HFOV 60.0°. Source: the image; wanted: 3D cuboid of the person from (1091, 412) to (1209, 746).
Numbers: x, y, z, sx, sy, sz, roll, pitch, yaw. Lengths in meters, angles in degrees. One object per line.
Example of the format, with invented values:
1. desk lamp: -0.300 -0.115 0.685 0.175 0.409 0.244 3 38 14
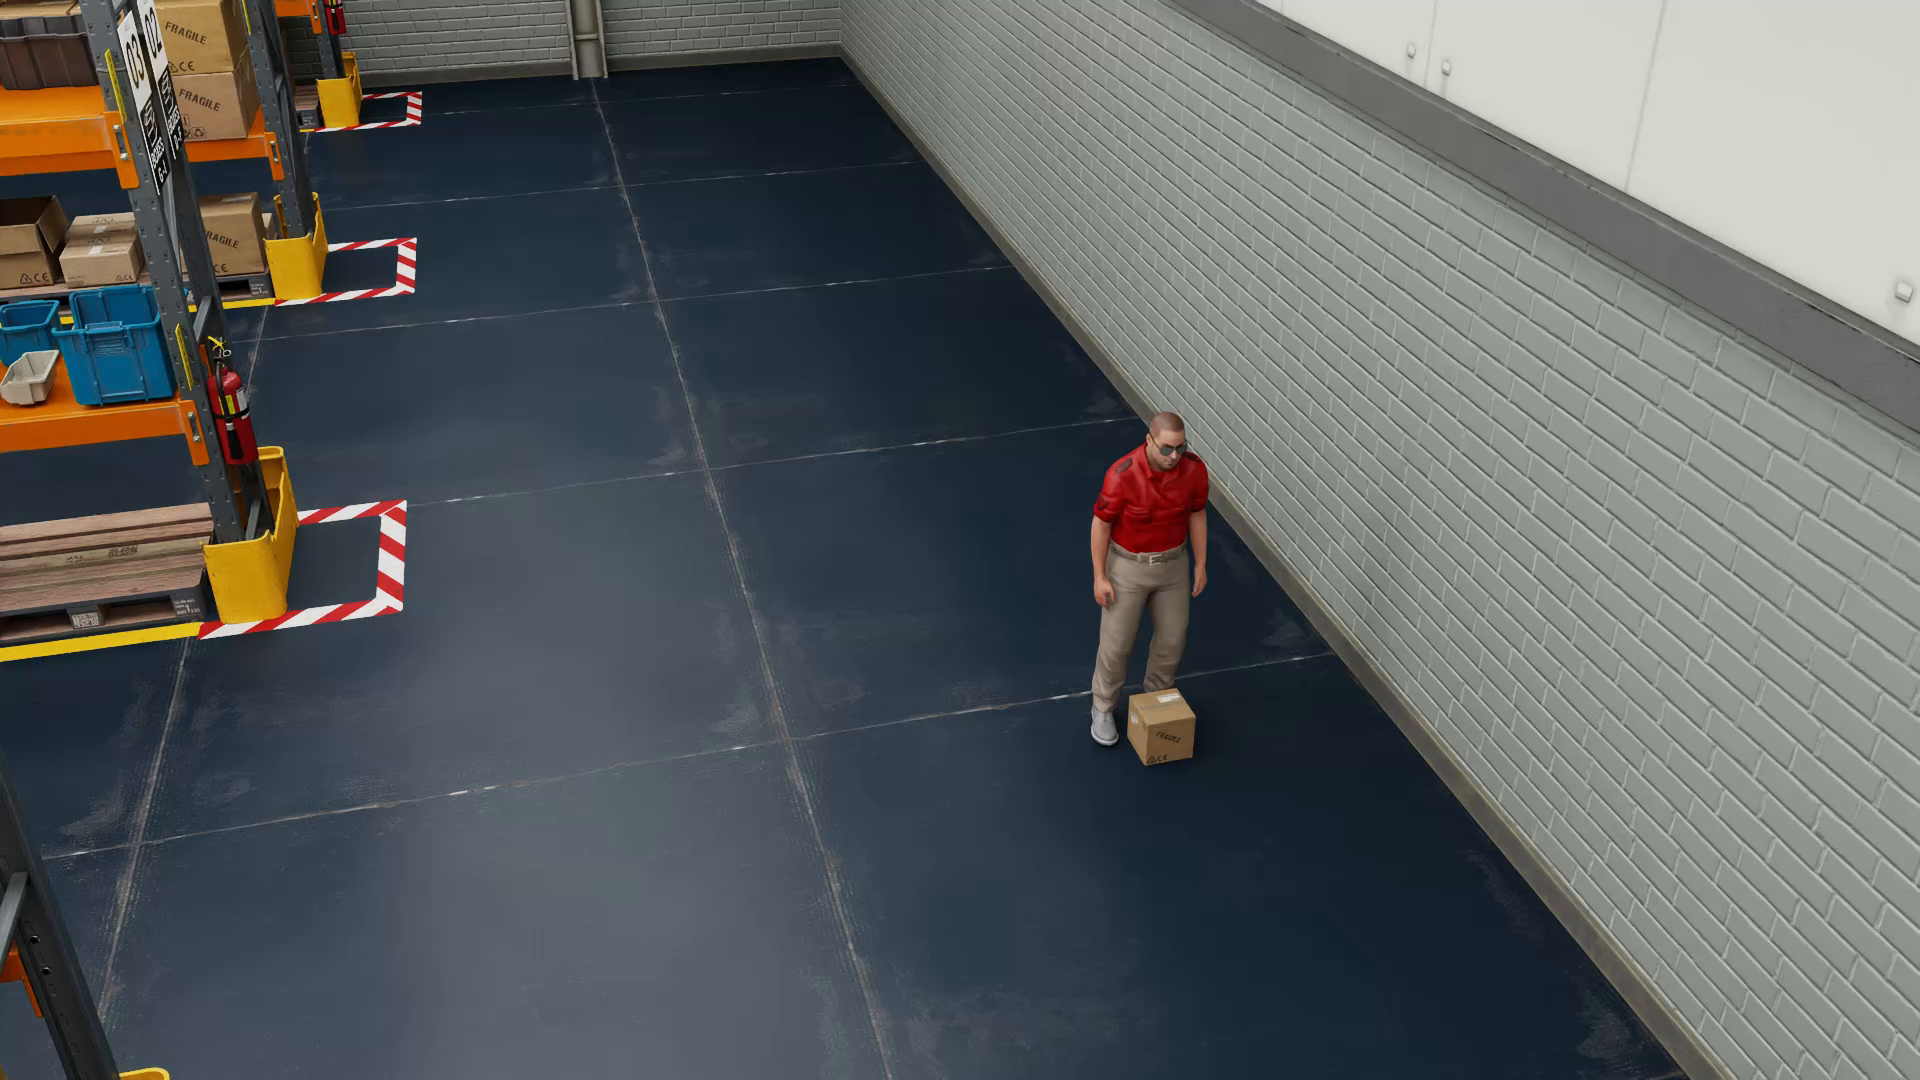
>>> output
1. person: 0.909 0.154 7.987 0.585 1.727 0.392 -8 31 -13
